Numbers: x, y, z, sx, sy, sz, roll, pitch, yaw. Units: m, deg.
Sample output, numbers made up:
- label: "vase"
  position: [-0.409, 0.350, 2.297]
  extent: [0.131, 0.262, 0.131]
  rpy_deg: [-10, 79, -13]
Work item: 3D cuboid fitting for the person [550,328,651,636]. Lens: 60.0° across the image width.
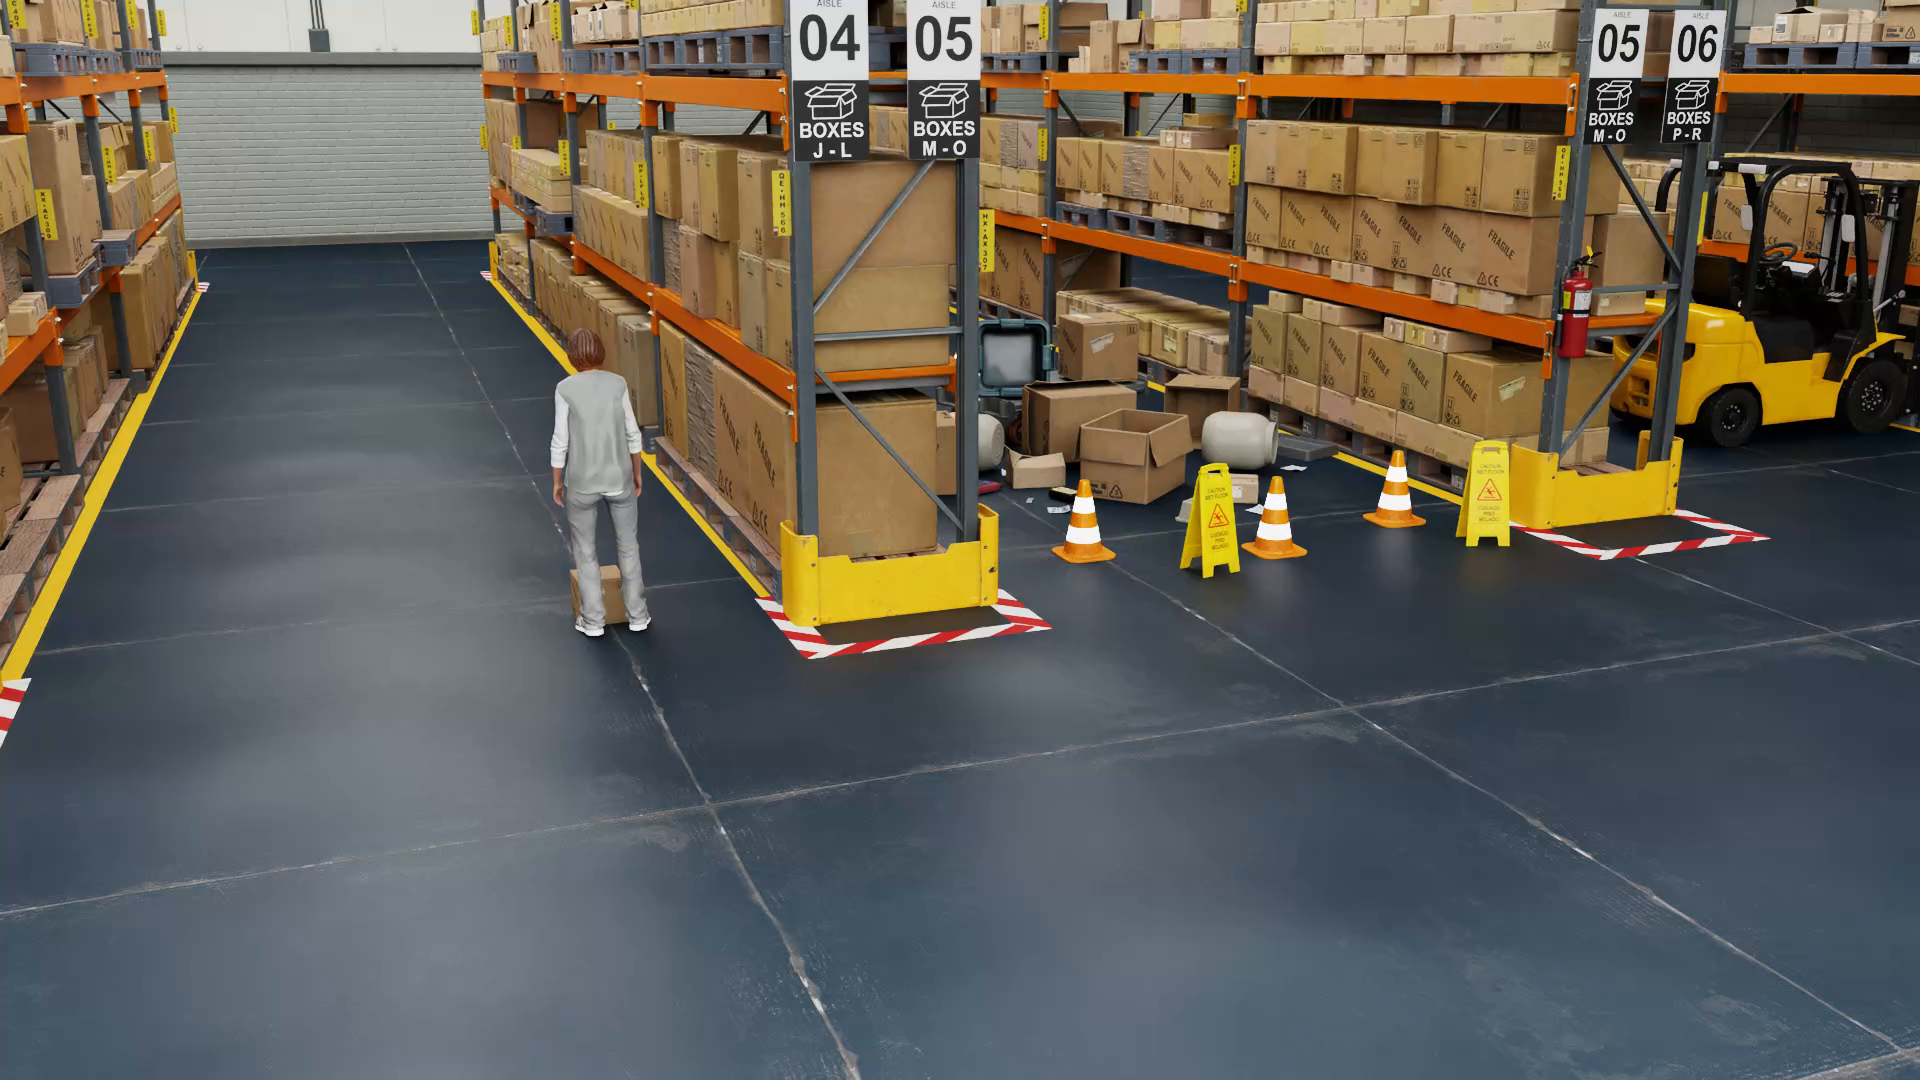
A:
- label: "person"
  position: [-1.855, -0.286, 8.556]
  extent: [0.479, 1.593, 0.345]
  rpy_deg: [-7, 17, -22]
